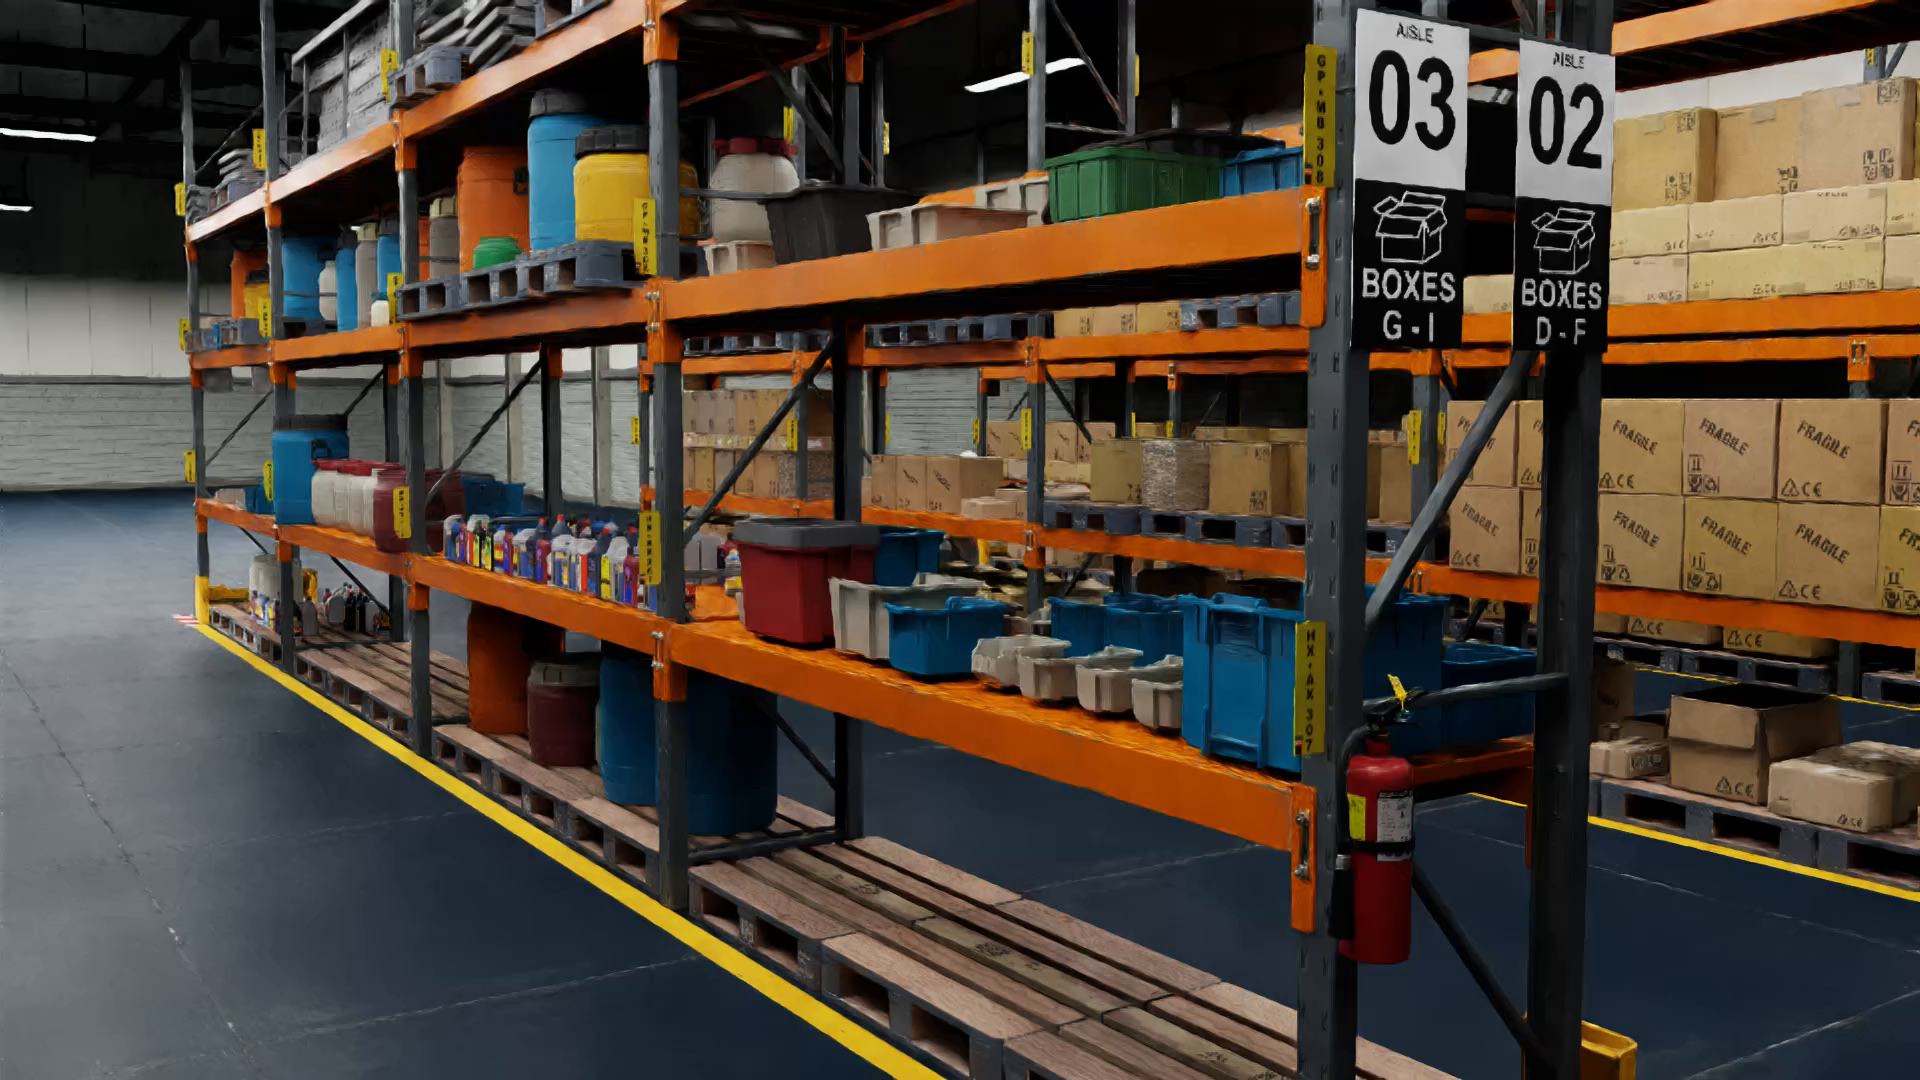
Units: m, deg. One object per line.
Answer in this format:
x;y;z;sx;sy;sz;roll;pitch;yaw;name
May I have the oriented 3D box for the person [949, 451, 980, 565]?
0.095;-0.075;18.000;0.598;1.774;0.639;-1;5;-7;person
